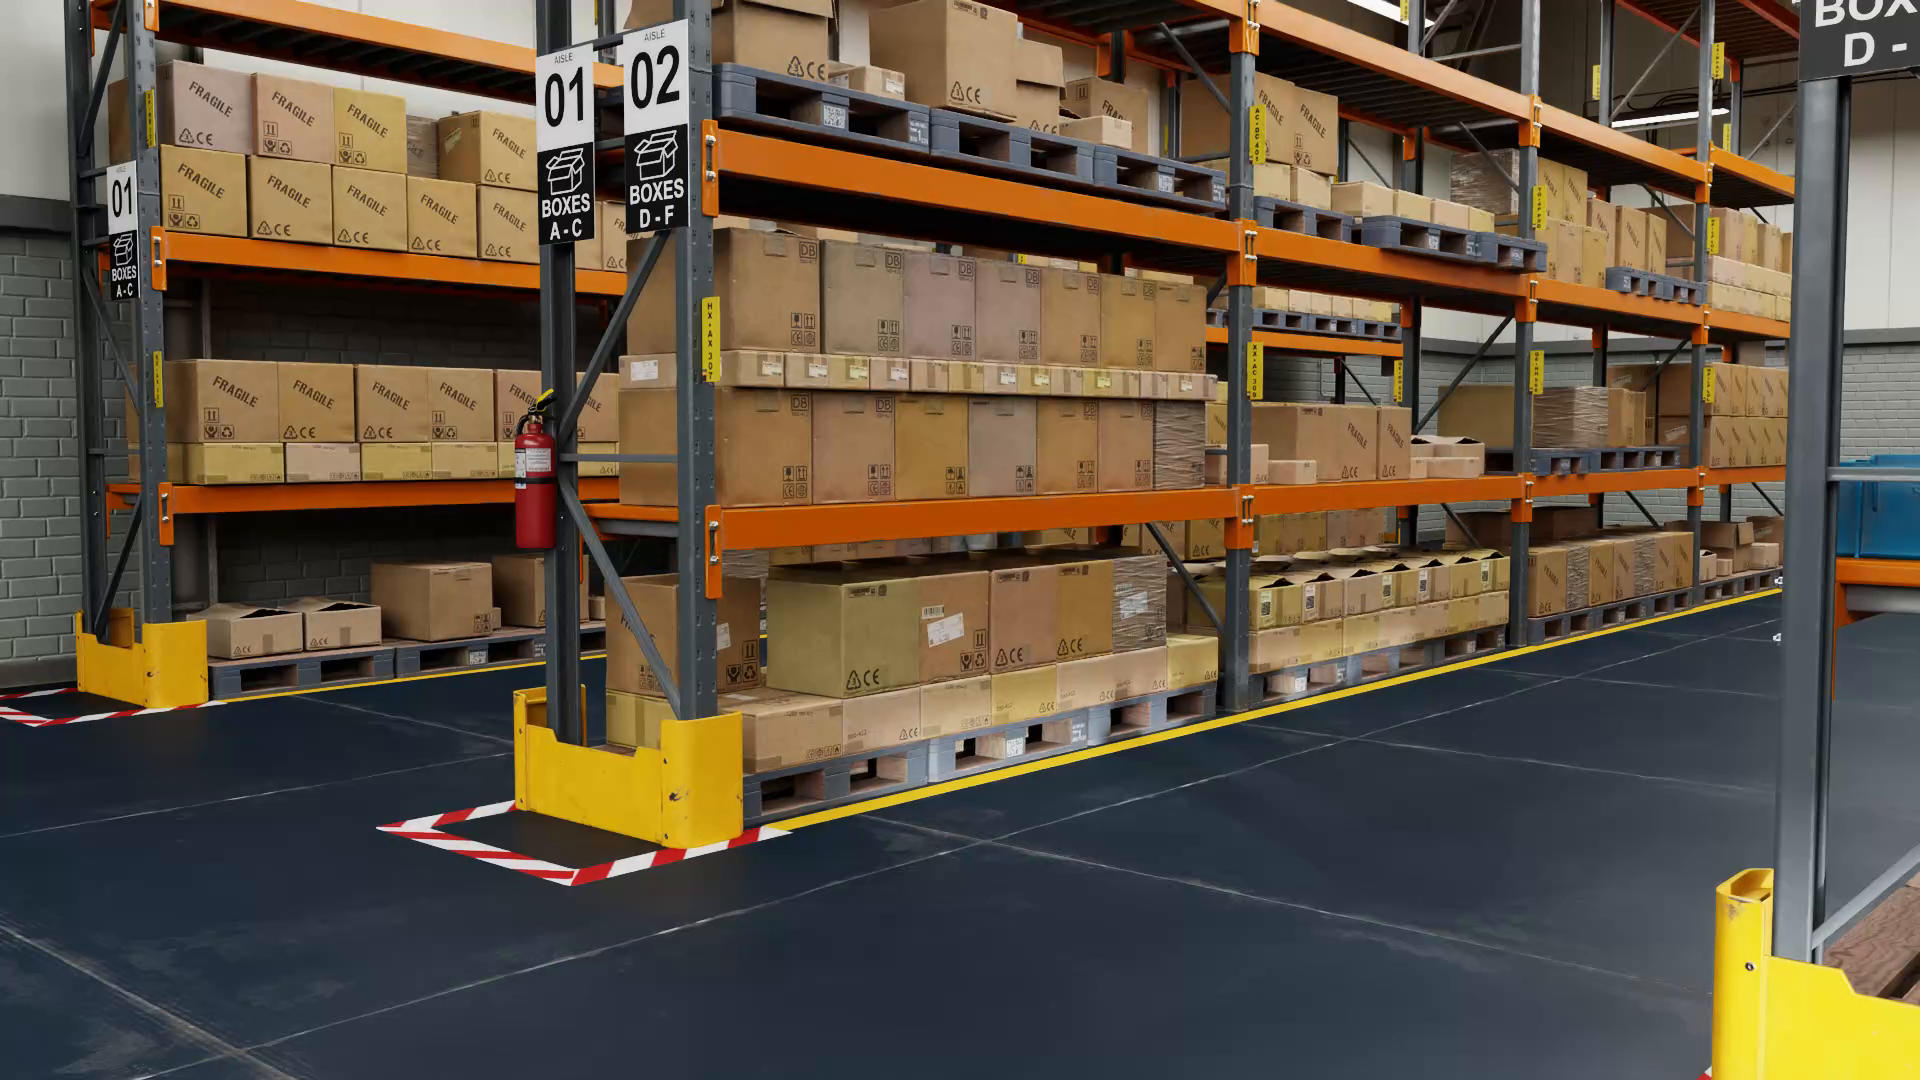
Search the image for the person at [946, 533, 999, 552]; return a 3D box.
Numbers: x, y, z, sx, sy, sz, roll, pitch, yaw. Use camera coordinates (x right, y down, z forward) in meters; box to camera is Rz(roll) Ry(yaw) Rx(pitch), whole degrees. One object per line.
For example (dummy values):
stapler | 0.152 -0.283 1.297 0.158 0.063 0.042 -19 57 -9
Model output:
person | 0.082 -0.083 13.421 0.550 1.717 0.457 3 5 42
